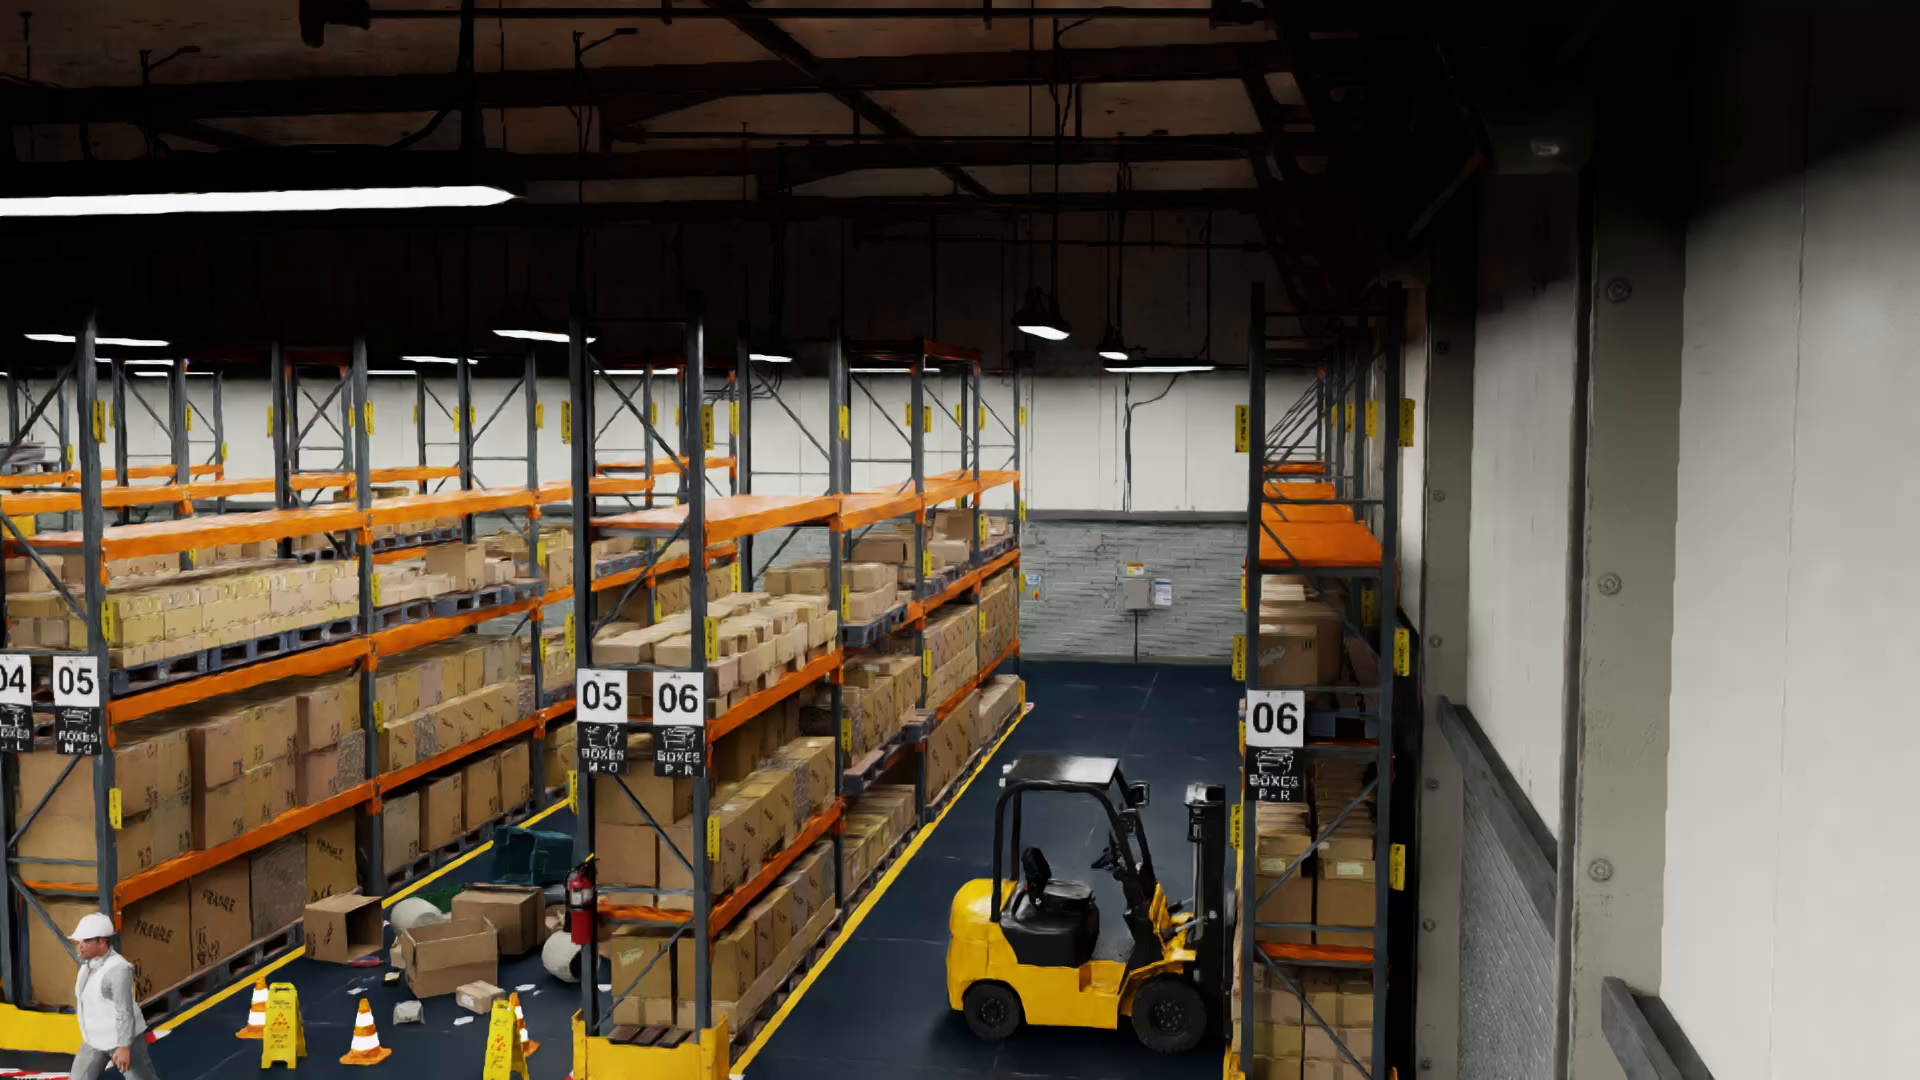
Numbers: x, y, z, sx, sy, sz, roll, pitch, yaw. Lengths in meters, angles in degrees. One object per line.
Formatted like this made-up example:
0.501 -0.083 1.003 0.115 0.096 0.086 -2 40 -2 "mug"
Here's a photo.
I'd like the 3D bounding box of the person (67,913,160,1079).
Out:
-5.830 3.393 11.378 0.579 1.732 0.954 3 6 34 "person"
